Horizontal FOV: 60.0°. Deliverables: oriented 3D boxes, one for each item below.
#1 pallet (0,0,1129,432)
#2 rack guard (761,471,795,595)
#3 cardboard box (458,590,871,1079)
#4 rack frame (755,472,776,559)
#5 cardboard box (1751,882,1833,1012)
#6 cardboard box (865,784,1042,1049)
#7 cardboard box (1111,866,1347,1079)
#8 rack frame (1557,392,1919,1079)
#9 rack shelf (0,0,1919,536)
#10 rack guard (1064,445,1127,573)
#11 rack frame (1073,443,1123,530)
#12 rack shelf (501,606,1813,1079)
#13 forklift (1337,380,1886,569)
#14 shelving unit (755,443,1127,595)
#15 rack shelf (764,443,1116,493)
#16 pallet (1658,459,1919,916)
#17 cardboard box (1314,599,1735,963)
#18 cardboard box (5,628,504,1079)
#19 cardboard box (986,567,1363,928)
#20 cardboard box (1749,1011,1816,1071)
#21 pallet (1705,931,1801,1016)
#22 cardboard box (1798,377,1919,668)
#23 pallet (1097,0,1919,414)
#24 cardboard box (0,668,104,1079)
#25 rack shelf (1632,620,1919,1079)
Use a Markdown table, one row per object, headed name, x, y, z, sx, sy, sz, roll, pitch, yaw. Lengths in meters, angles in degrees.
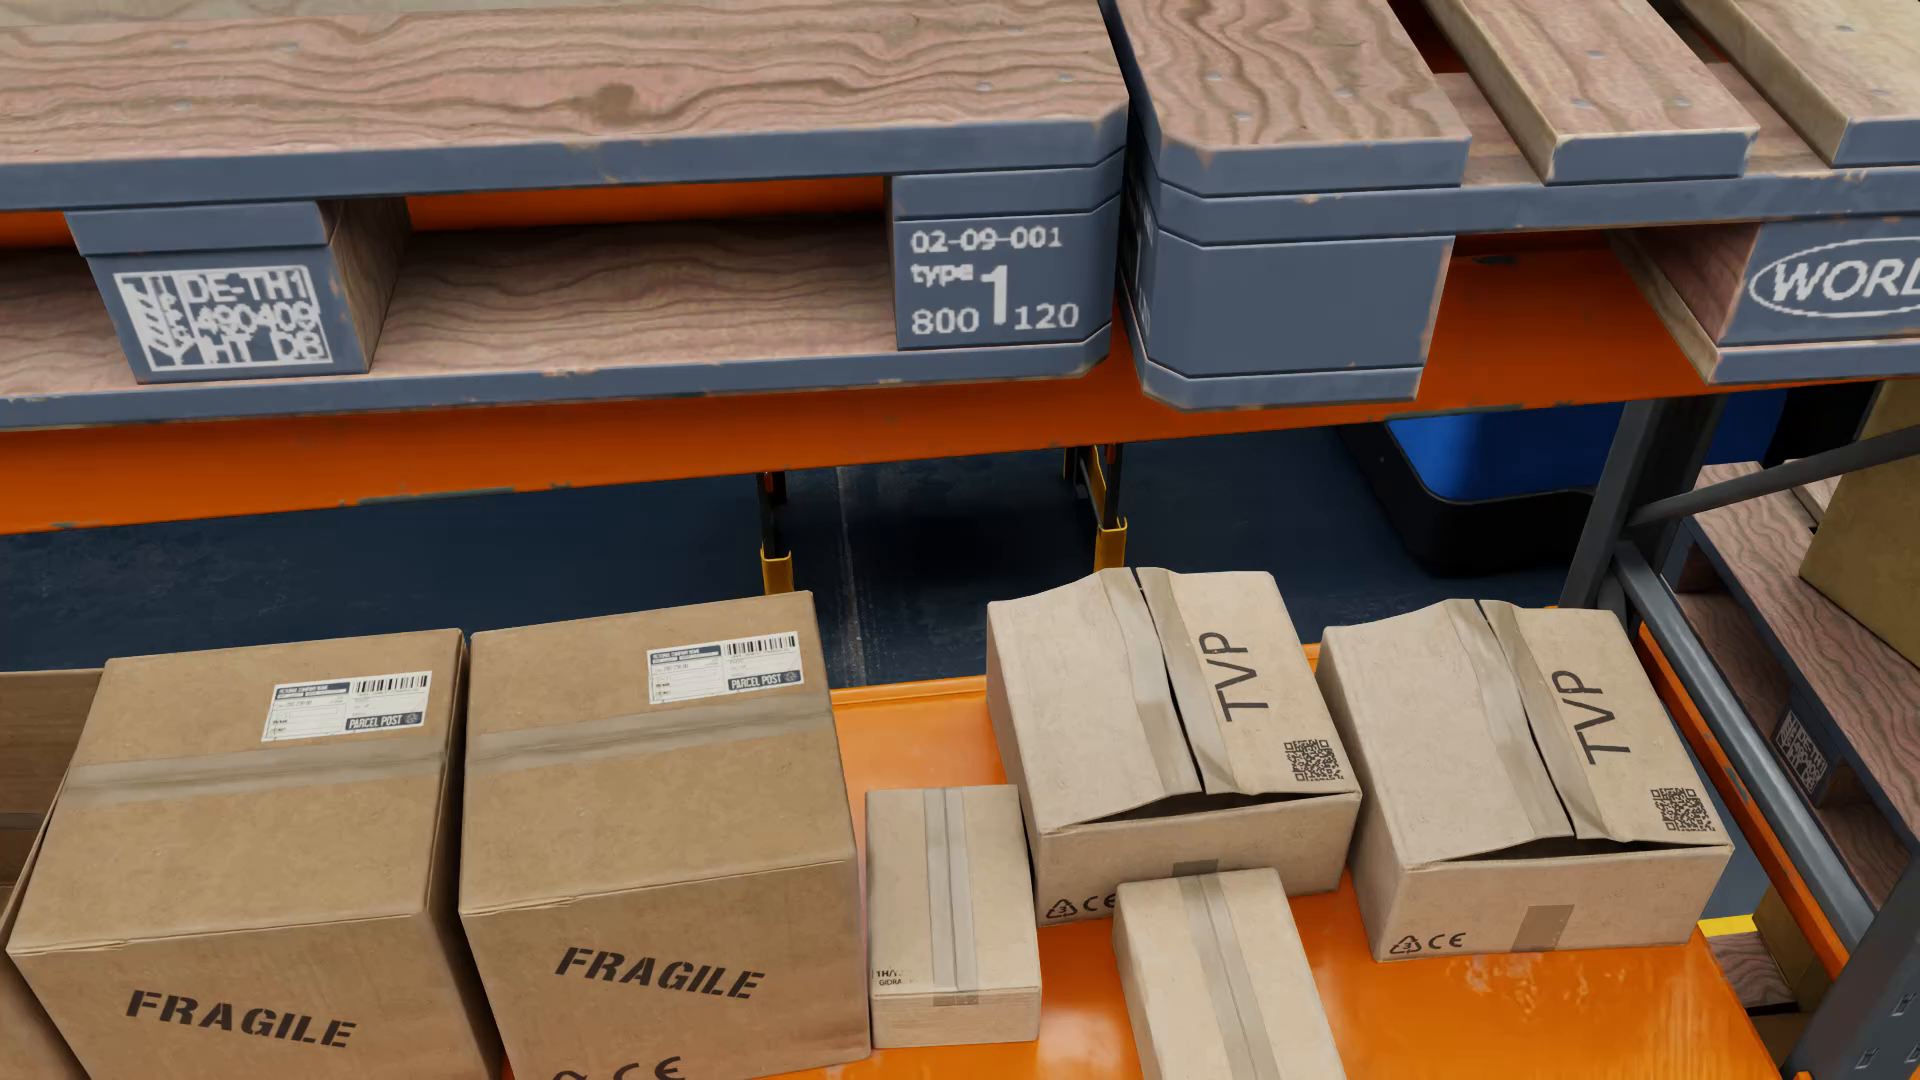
| name | x | y | z | sx | sy | sz | roll | pitch | yaw |
| --- | --- | --- | --- | --- | --- | --- | --- | --- | --- |
| pallet | -0.530 | -0.496 | 1.461 | 1.213 | 0.211 | 1.003 | -3 | 42 | -4 |
| rack guard | -0.569 | -0.043 | 5.111 | 0.087 | 0.250 | 0.587 | -5 | 42 | -6 |
| cardboard box | -0.421 | 0.450 | 2.437 | 0.500 | 0.500 | 0.500 | -7 | 43 | -8 |
| rack frame | -0.589 | -0.505 | 4.691 | 0.032 | 1.500 | 0.500 | -5 | 42 | -6 |
| cardboard box | 2.137 | 0.858 | 3.597 | 0.500 | 0.500 | 0.500 | -3 | 42 | -4 |
| cardboard box | -0.017 | 0.572 | 2.564 | 0.250 | 0.149 | 0.380 | -2 | 42 | -2 |
| cardboard box | 0.384 | 0.686 | 2.438 | 0.250 | 0.149 | 0.380 | -5 | 42 | -6 |
| rack frame | 1.240 | 0.331 | 2.644 | 0.127 | 3.000 | 1.000 | -5 | 42 | -6 |
| rack shelf | -0.743 | -0.342 | 1.688 | 4.000 | 0.370 | 1.077 | -5 | 42 | -6 |
| rack guard | 0.418 | -0.129 | 5.207 | 0.087 | 0.250 | 0.587 | -5 | 42 | -6 |
| rack frame | 0.419 | -0.594 | 4.788 | 0.032 | 1.500 | 0.500 | -5 | 42 | -6 |
| rack shelf | -0.743 | 0.771 | 2.692 | 4.000 | 0.370 | 1.077 | -5 | 42 | -6 |
| forklift | 2.784 | -1.489 | 4.712 | 3.031 | 2.935 | 1.130 | -7 | 43 | -8 |
| shelving unit | -0.076 | -0.550 | 4.740 | 1.083 | 1.500 | 0.587 | -5 | 42 | -6 |
| rack shelf | -0.085 | -0.416 | 4.860 | 1.000 | 0.185 | 0.538 | -5 | 42 | -6 |
| pallet | 1.903 | 0.296 | 2.825 | 1.003 | 0.211 | 1.213 | -5 | 42 | -6 |
| cardboard box | 0.874 | 0.366 | 2.671 | 0.500 | 0.311 | 0.500 | -3 | 42 | -3 |
| cardboard box | -0.943 | 0.496 | 2.386 | 0.500 | 0.500 | 0.500 | -5 | 42 | -5 |
| cardboard box | 0.328 | 0.313 | 2.730 | 0.500 | 0.311 | 0.500 | -5 | 42 | -6 |
| cardboard box | 1.729 | 1.246 | 3.167 | 0.500 | 0.500 | 0.500 | -3 | 42 | -4 |
| pallet | 1.986 | 1.326 | 3.622 | 1.213 | 0.211 | 1.003 | -5 | 42 | -6 |
| cardboard box | 1.850 | 0.008 | 2.613 | 0.500 | 0.500 | 0.700 | -19 | 45 | -20 |
| pallet | 0.579 | -0.595 | 1.571 | 1.003 | 0.211 | 1.213 | -3 | 42 | -4 |
| cardboard box | -1.440 | 0.539 | 2.338 | 0.500 | 0.500 | 0.500 | -2 | 42 | -2 |
| rack shelf | 3.223 | 0.424 | 3.077 | 4.000 | 0.370 | 1.077 | -5 | 42 | -6 |
